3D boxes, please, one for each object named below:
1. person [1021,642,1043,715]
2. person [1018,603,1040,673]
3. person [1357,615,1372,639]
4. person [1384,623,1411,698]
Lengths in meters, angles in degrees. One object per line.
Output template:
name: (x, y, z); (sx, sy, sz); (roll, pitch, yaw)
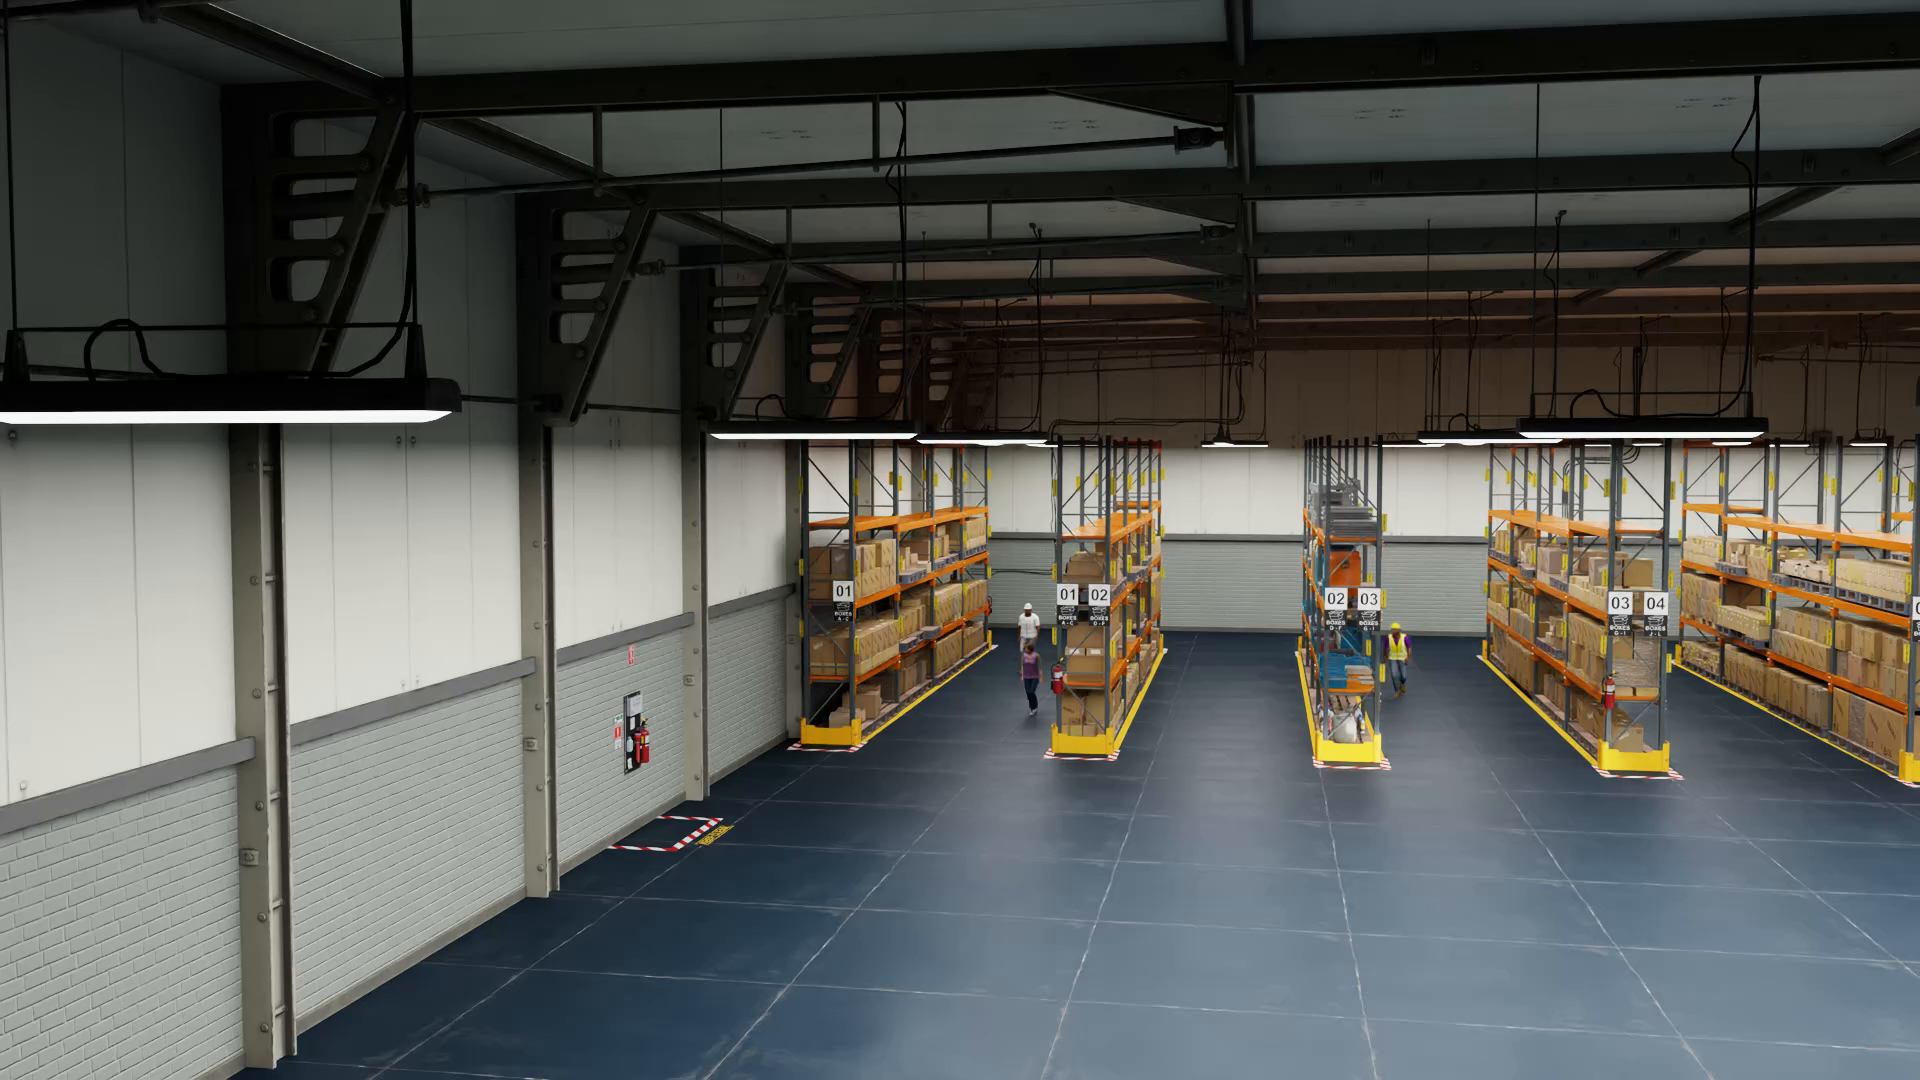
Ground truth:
person: (1.544, 3.013, 35.927); (0.512, 1.612, 0.412); (2, 3, 27)
person: (1.759, 2.534, 42.903); (0.621, 1.803, 0.581); (1, 3, 18)
person: (11.473, 2.370, 46.796); (0.536, 1.631, 0.789); (0, 3, -2)
person: (10.168, 2.772, 38.642); (0.624, 1.732, 0.665); (1, 3, 17)
